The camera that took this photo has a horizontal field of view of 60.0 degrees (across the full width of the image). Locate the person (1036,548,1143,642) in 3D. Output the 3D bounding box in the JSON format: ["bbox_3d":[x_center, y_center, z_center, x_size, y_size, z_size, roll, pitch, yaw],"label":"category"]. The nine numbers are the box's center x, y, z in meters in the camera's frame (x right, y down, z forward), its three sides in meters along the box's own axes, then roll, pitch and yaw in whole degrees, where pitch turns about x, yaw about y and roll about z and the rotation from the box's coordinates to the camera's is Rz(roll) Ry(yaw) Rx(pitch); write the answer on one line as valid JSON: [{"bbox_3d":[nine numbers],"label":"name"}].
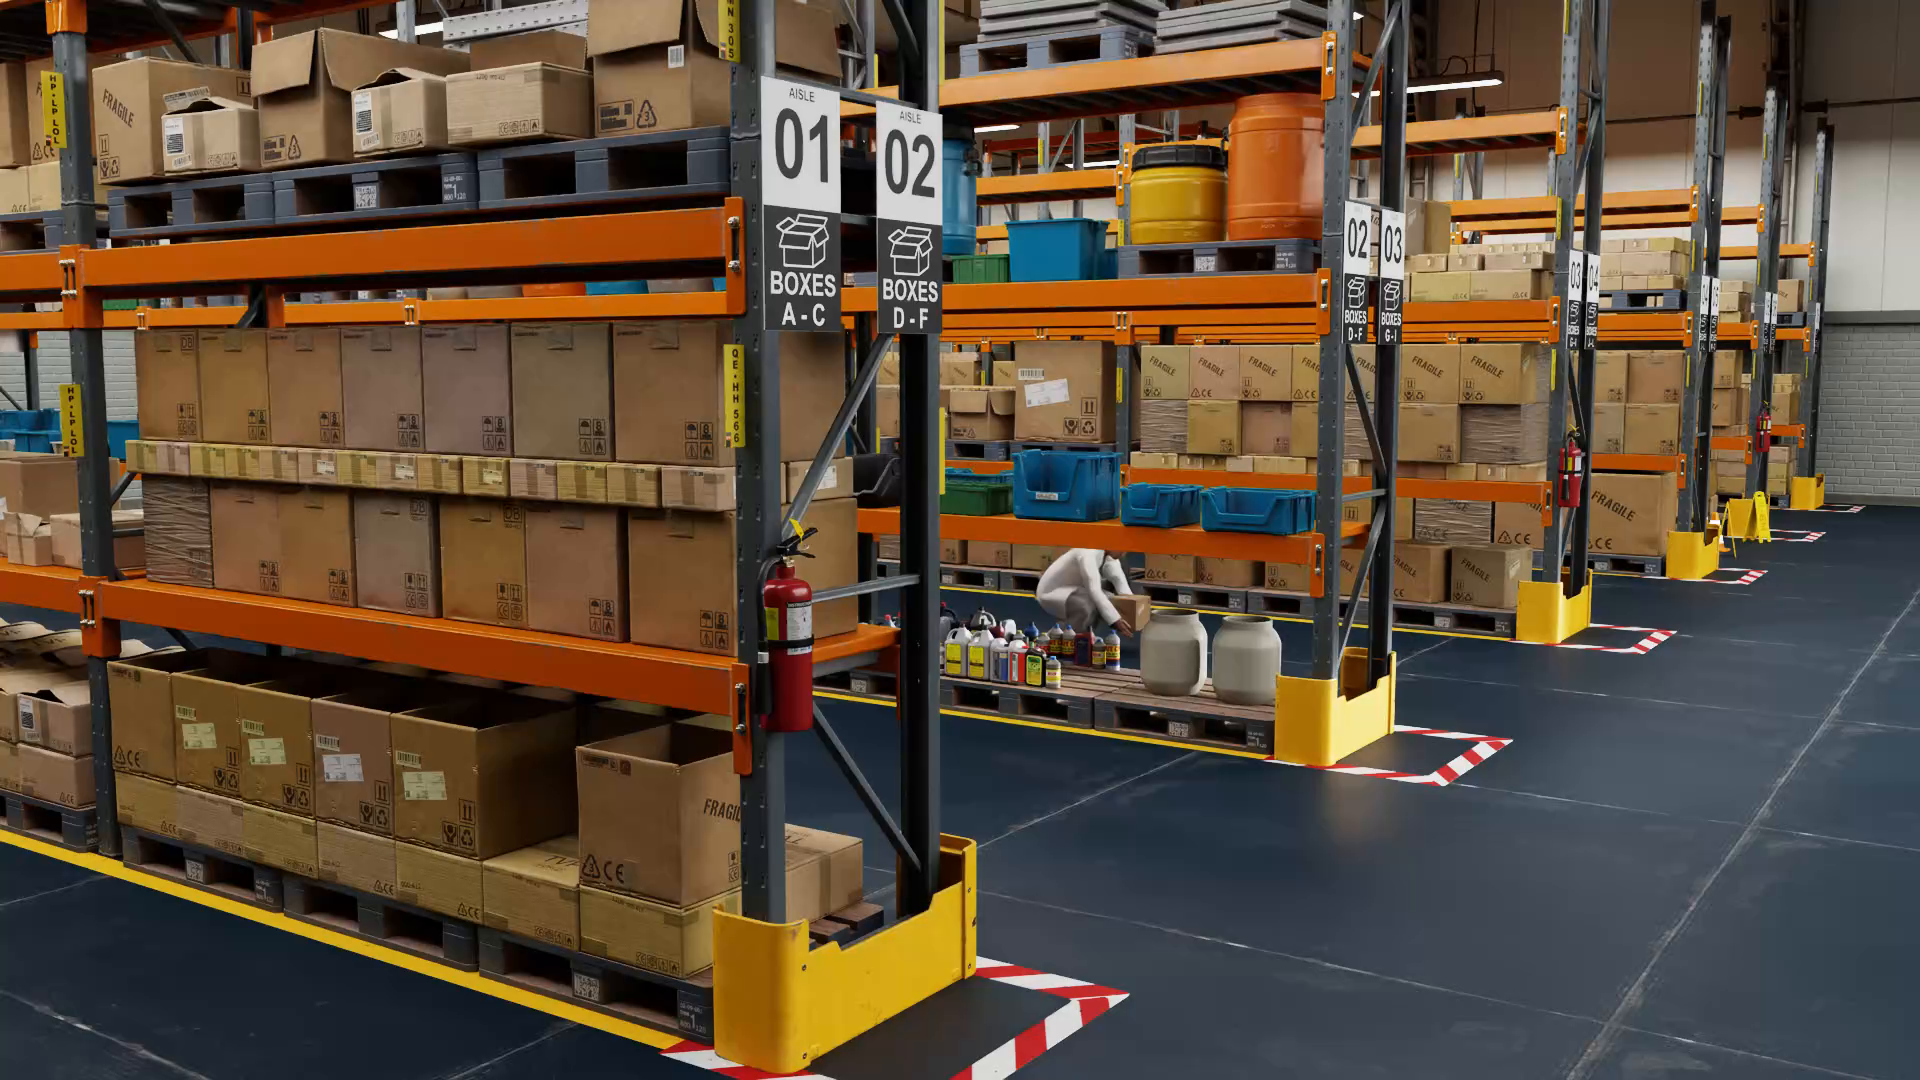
[{"bbox_3d":[1.048,0.384,13.375,0.909,0.995,0.604,4,7,34],"label":"person"}]
